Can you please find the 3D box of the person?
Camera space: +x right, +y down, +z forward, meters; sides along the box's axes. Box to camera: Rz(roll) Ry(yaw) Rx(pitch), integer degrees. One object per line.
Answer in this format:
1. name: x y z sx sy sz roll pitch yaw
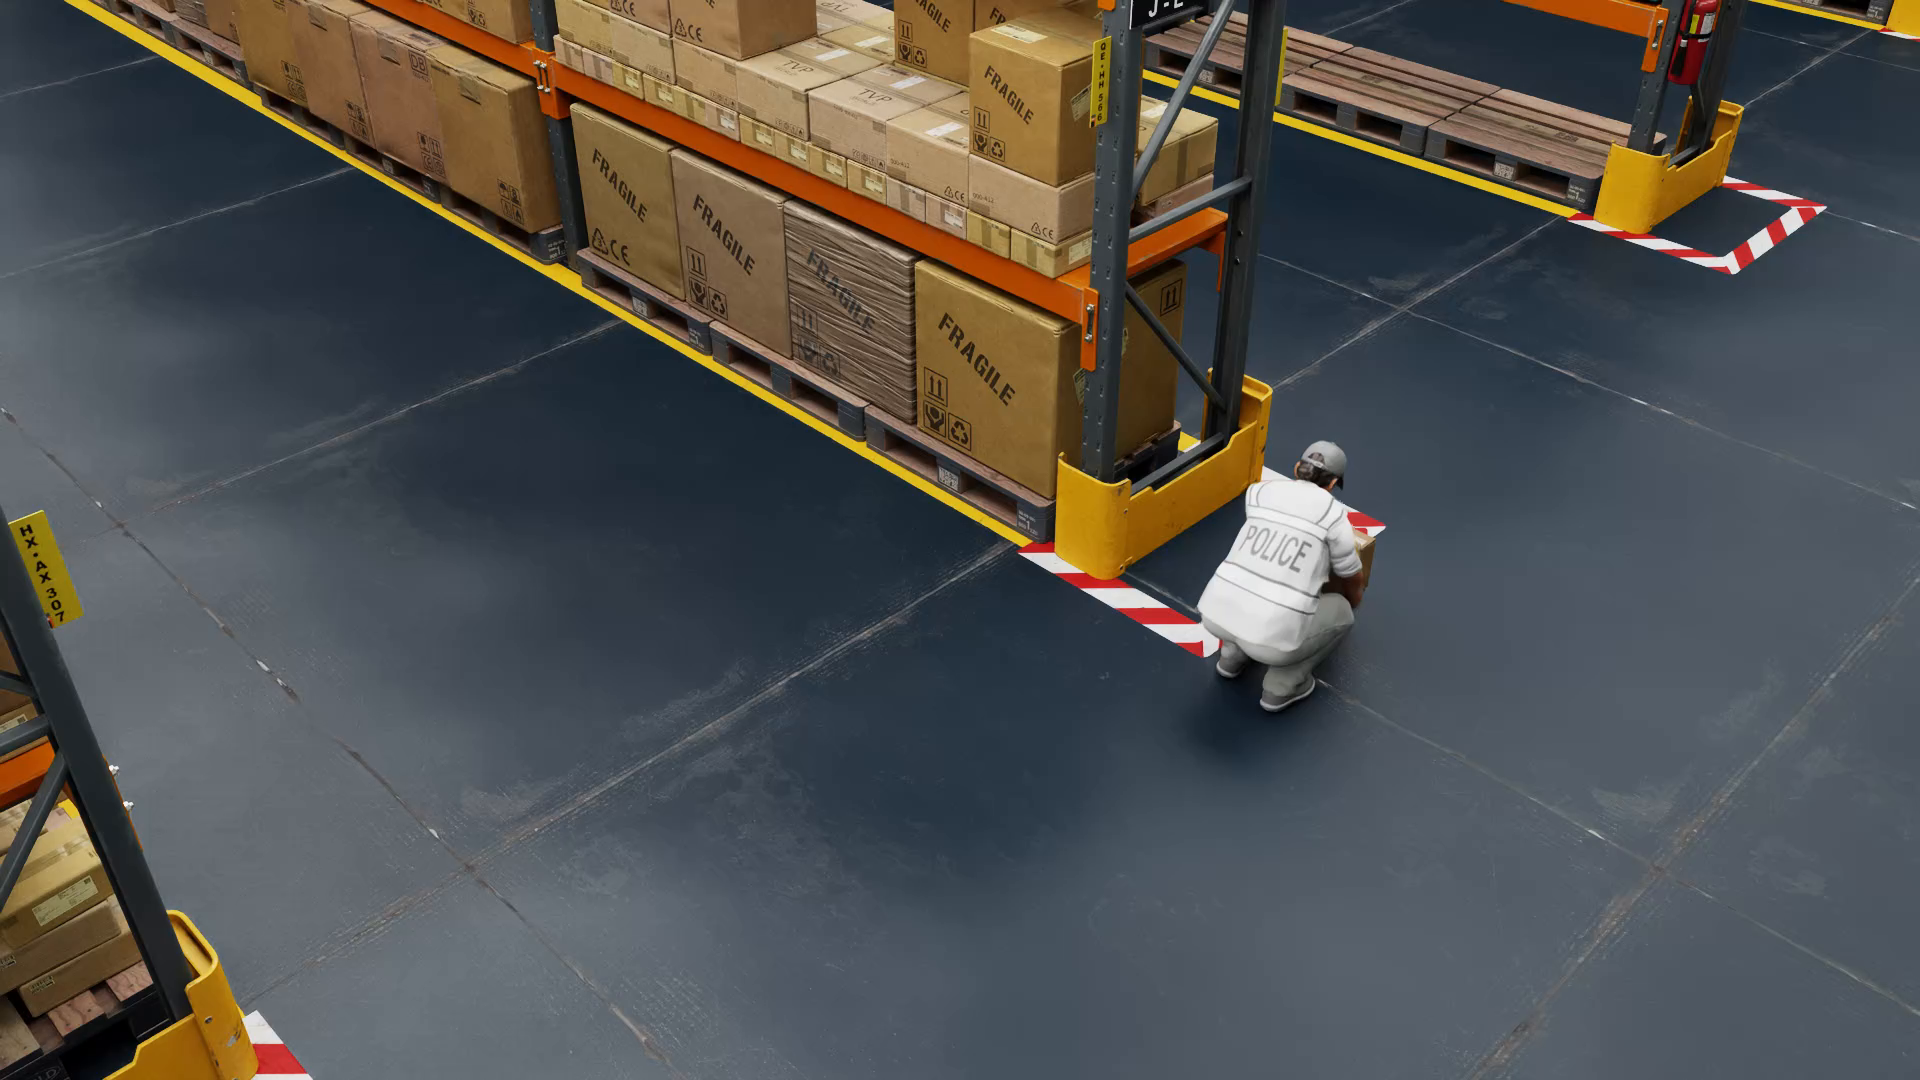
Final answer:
1. person: 1.302 0.137 6.581 0.494 0.947 0.886 27 44 32
